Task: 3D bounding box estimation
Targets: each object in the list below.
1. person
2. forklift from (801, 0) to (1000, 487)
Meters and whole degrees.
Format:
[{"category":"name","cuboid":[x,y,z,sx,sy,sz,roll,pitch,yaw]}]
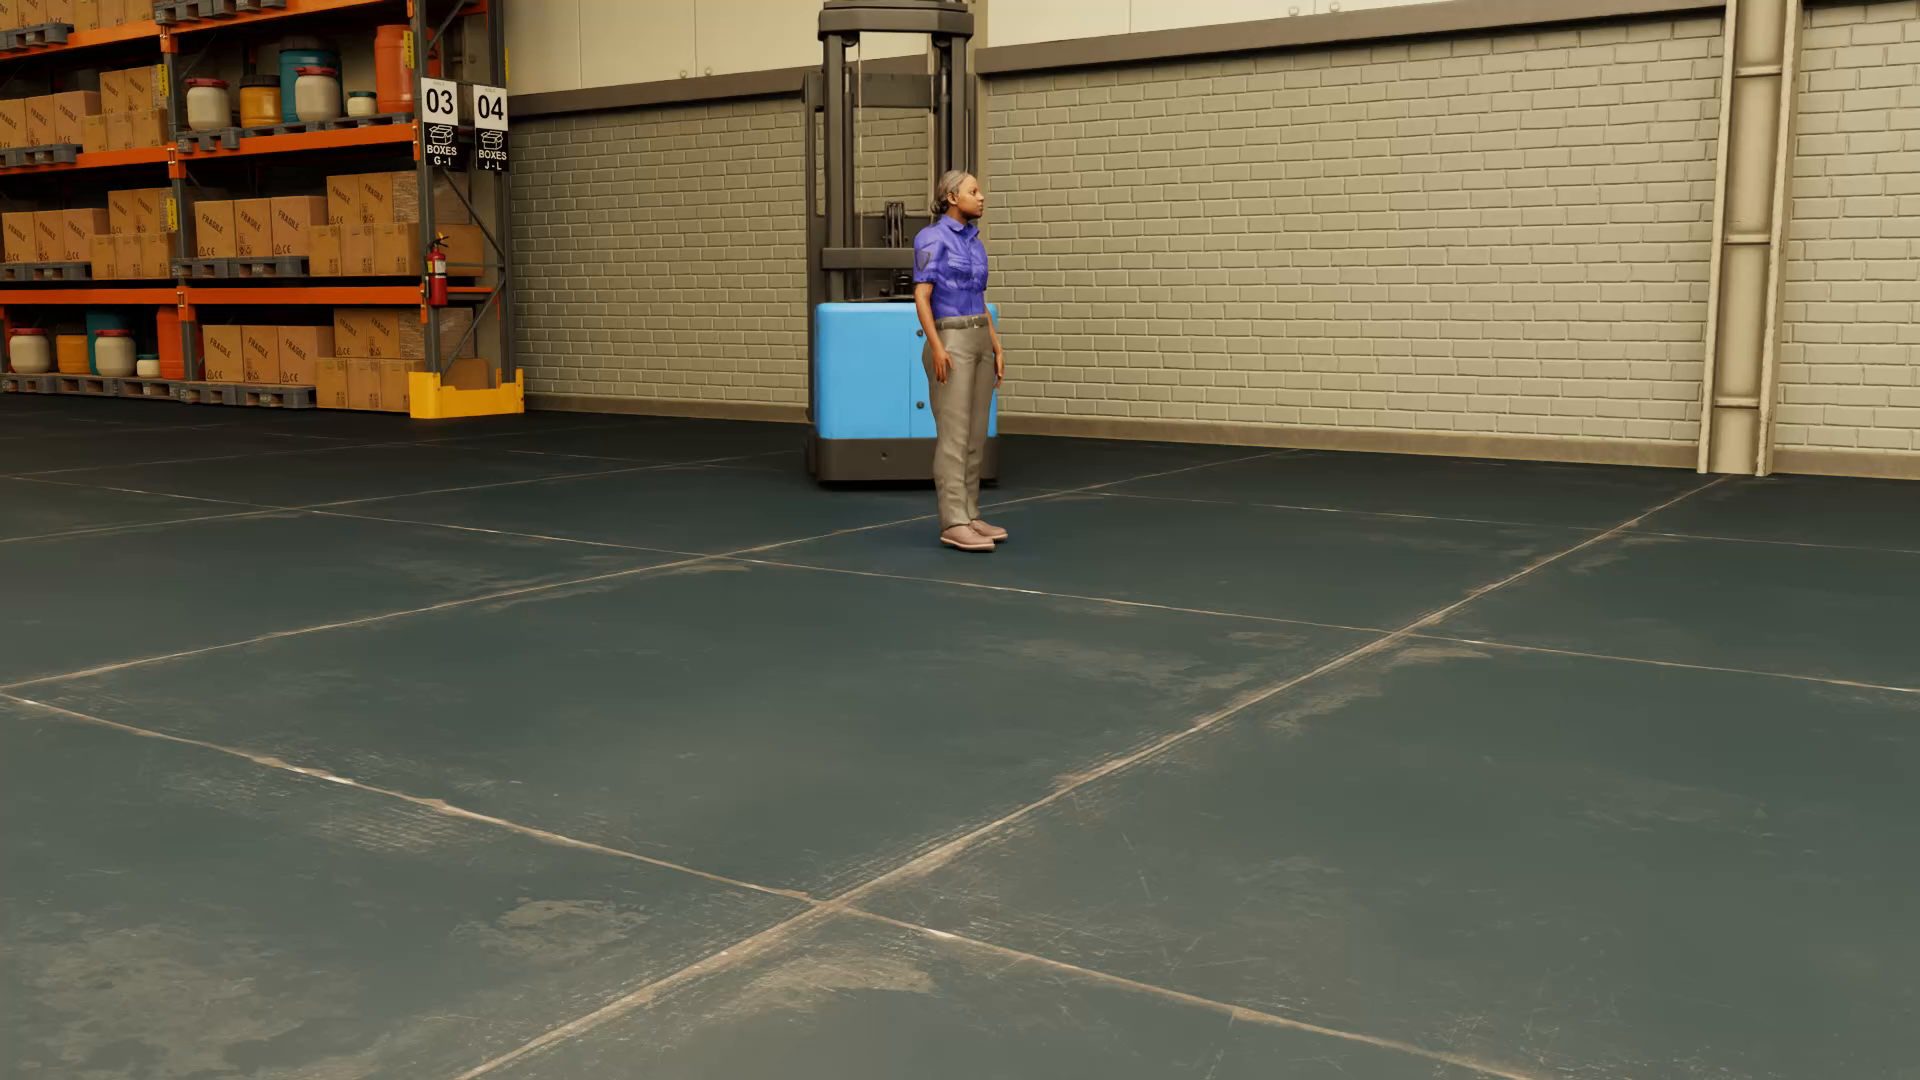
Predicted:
[{"category":"person","cuboid":[0.061,-0.817,7.421,0.504,1.654,0.569,5,10,34]},{"category":"forklift","cuboid":[-0.460,-1.935,10.797,1.130,2.935,3.031,-1,8,-7]}]
